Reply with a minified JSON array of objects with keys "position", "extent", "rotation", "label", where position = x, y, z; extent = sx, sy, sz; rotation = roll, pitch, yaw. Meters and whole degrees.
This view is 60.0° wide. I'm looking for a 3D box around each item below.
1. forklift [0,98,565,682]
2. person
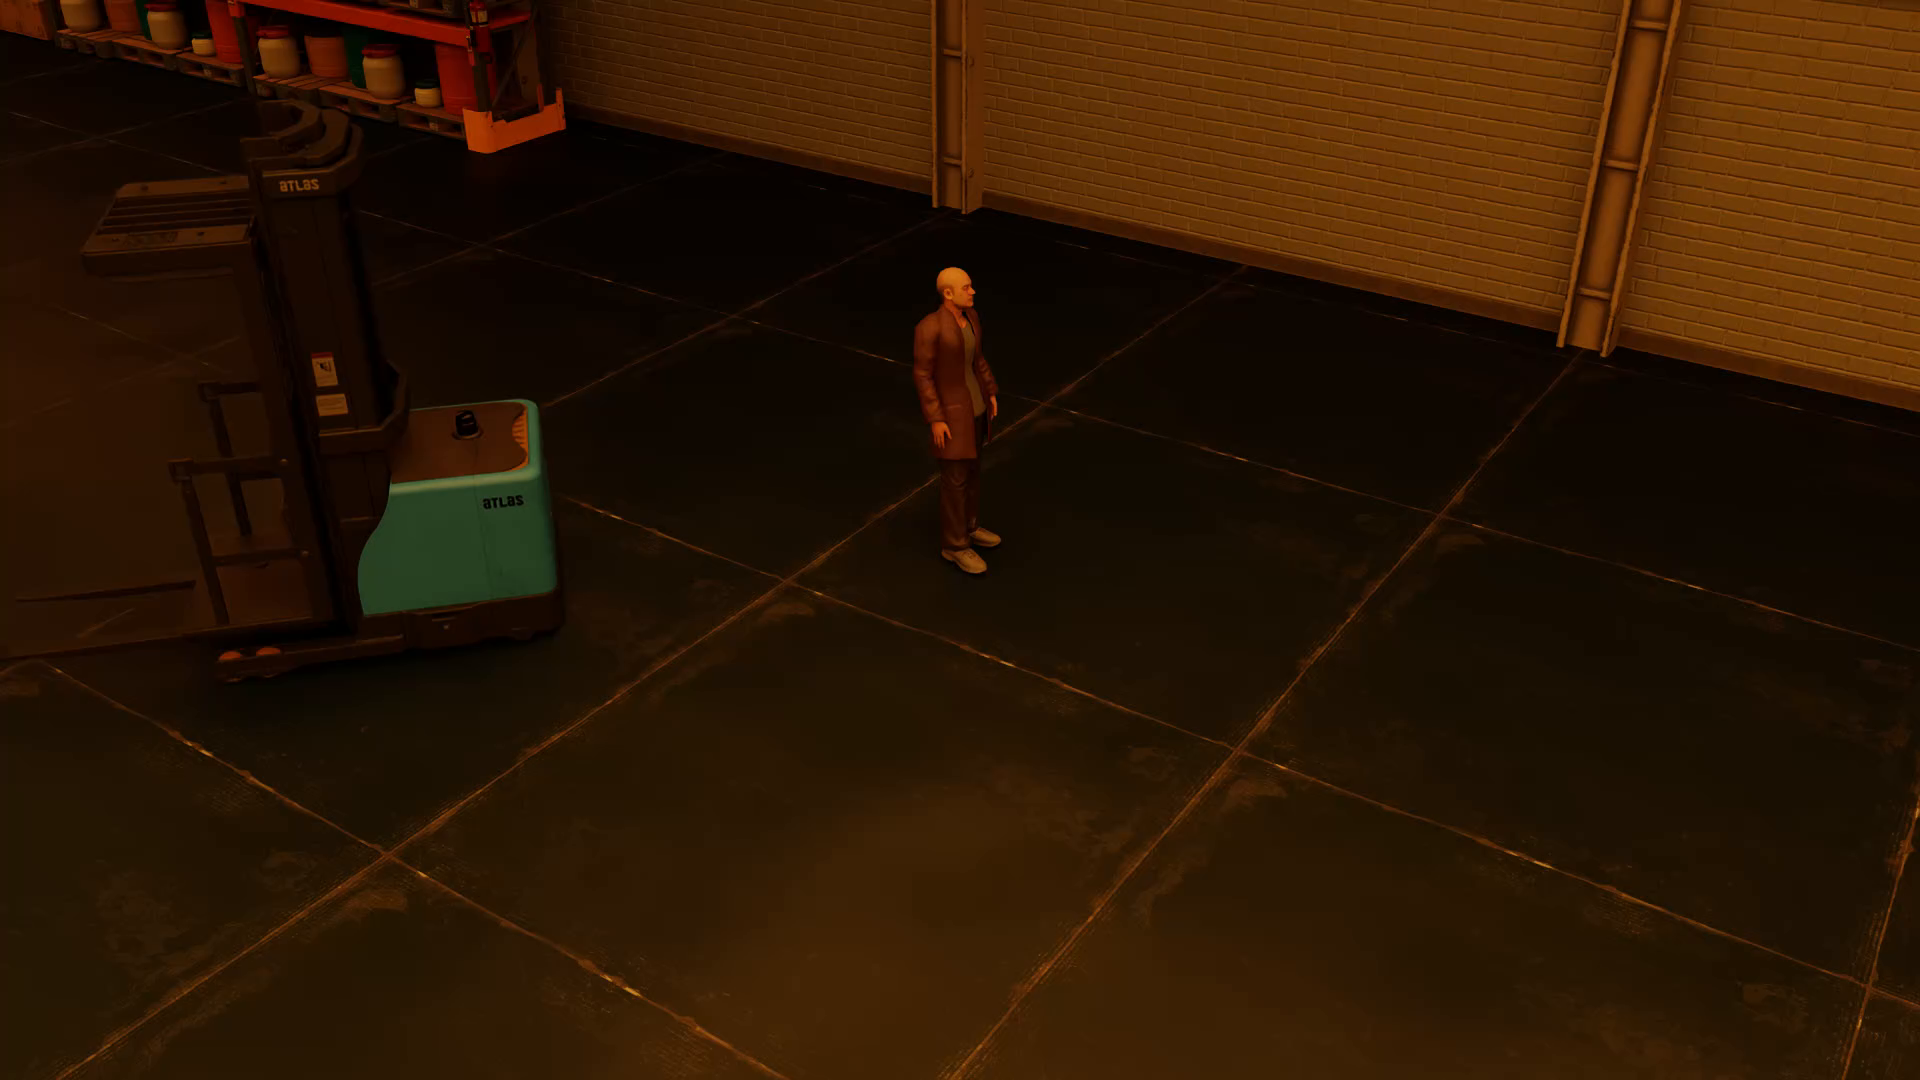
[{"position":[-3.847,-0.777,8.920],"extent":[3.031,2.935,1.130],"rotation":[-7,31,-12],"label":"forklift"},{"position":[0.074,-0.747,10.003],"extent":[0.579,1.778,0.696],"rotation":[19,35,29],"label":"person"}]
